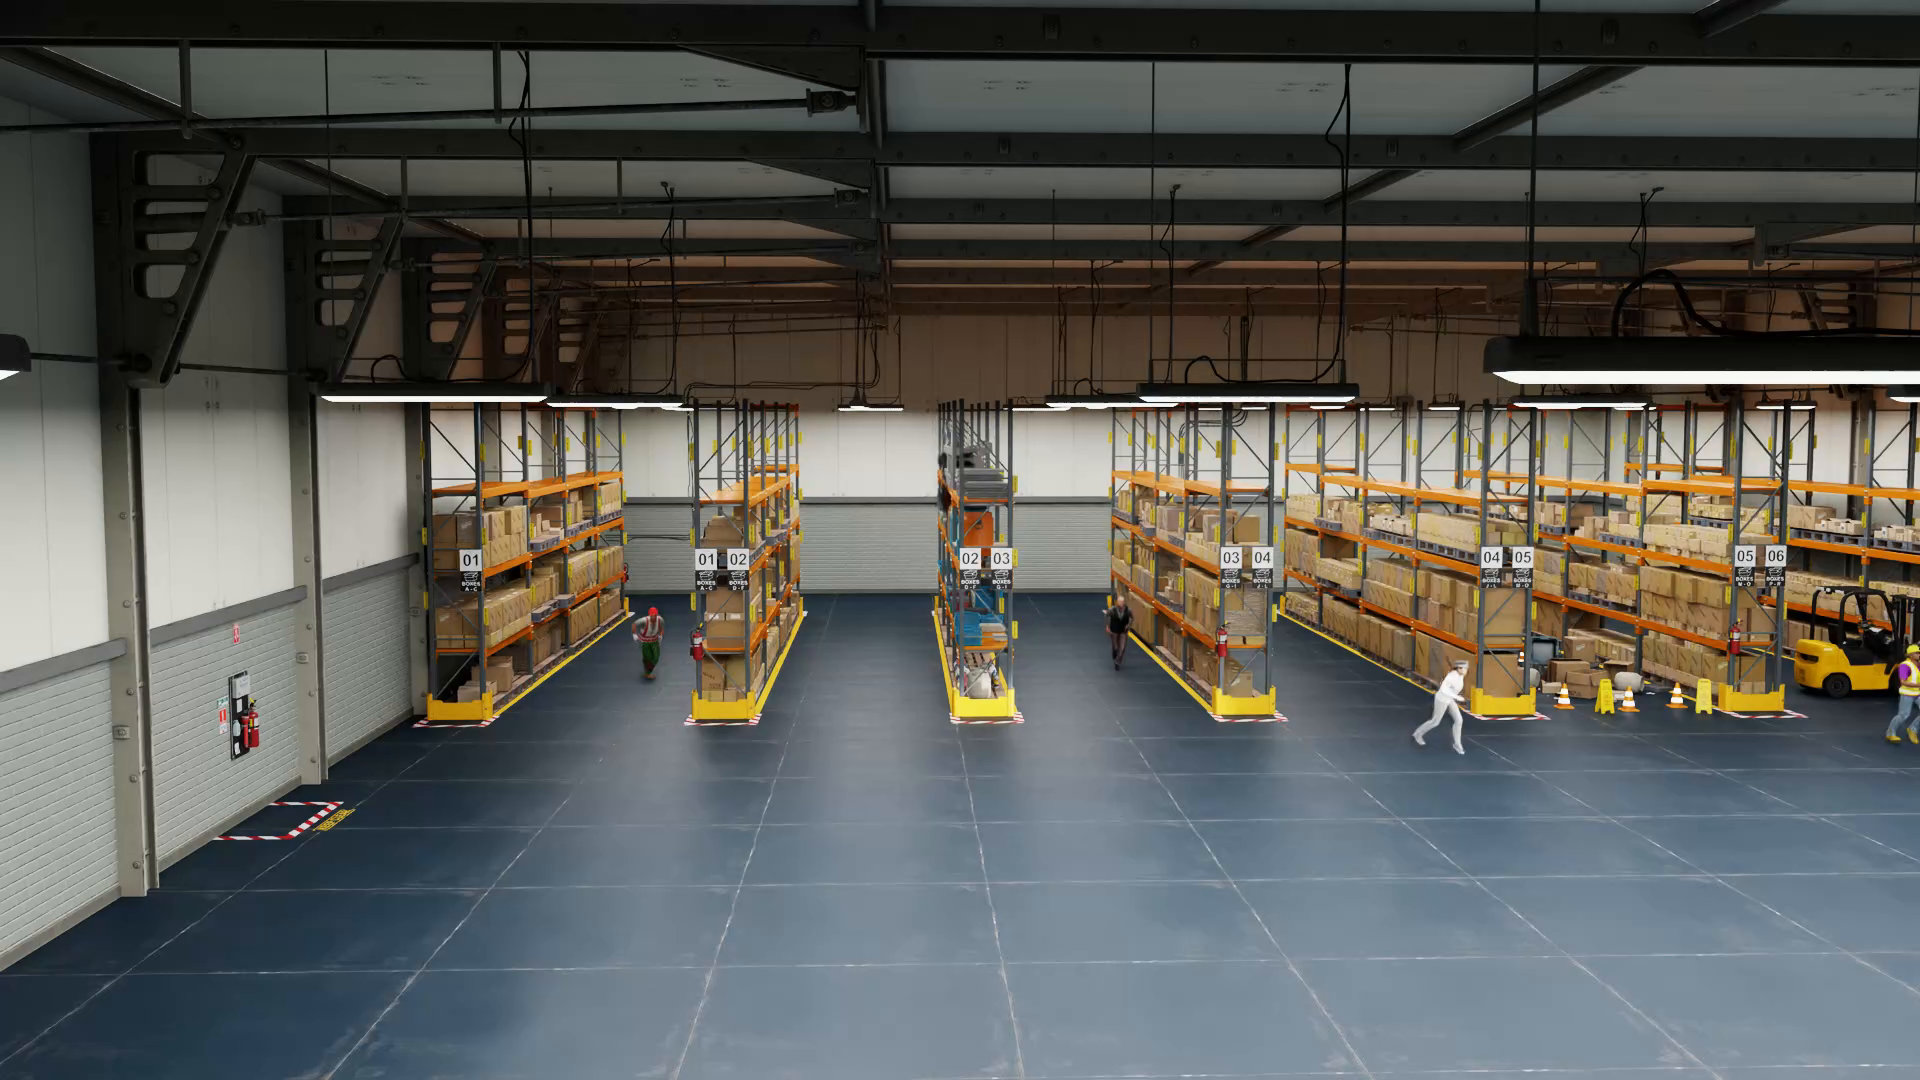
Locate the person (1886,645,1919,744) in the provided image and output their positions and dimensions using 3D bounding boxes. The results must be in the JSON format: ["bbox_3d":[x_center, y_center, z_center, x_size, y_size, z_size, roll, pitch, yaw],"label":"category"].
[{"bbox_3d":[16.450,2.660,28.674,0.719,1.728,0.840,-1,5,-16],"label":"person"}]

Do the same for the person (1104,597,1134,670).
[{"bbox_3d":[3.567,2.081,37.325,0.653,1.660,0.761,0,4,-6],"label":"person"}]

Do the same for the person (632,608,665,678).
[{"bbox_3d":[-6.717,2.219,35.859,0.686,1.584,0.895,-2,5,-27],"label":"person"}]

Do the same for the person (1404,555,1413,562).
[{"bbox_3d":[13.272,1.130,49.039,0.918,1.764,0.710,0,4,-6],"label":"person"}]

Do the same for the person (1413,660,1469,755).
[{"bbox_3d":[8.179,2.807,28.269,0.968,1.627,0.657,4,6,39],"label":"person"}]
